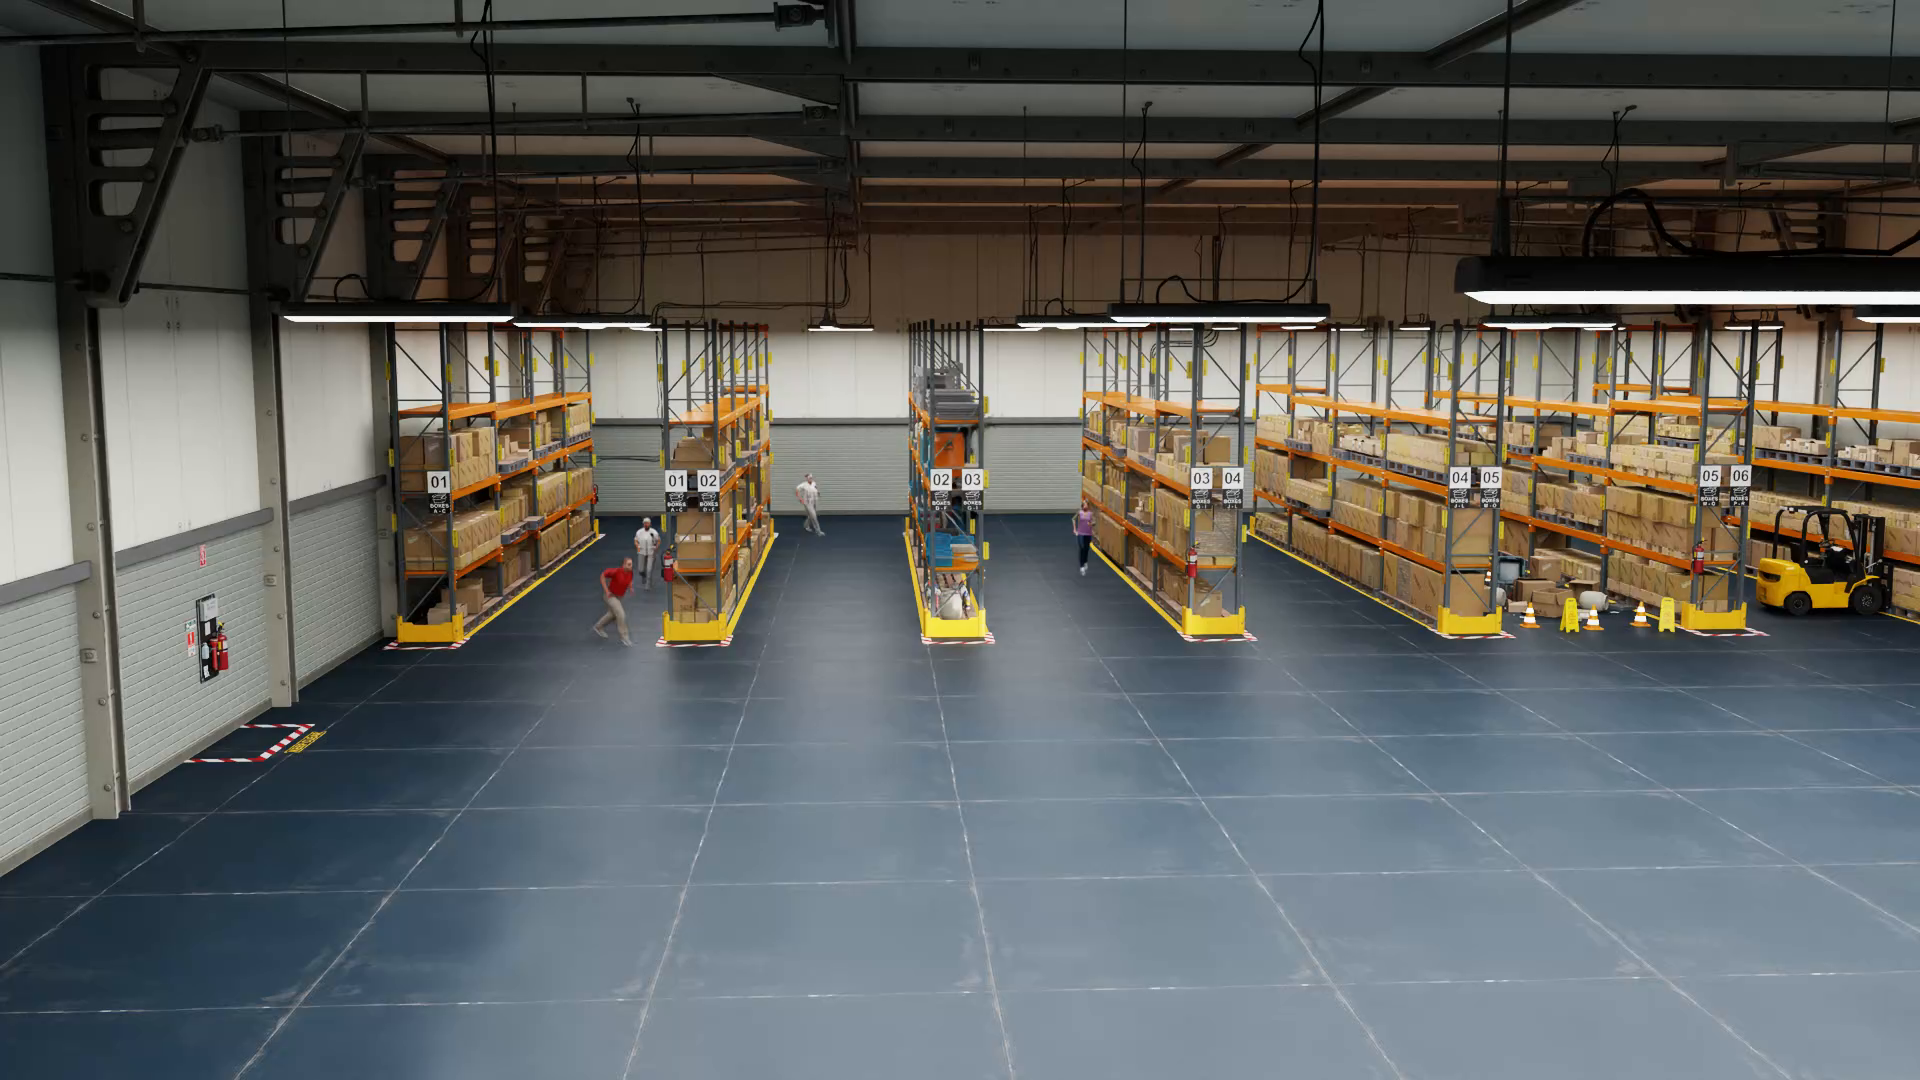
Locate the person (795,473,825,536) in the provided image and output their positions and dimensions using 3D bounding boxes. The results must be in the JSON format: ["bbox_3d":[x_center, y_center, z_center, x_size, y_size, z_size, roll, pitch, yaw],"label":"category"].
[{"bbox_3d":[-4.300,-1.027,47.535,0.977,1.776,0.674,6,9,41],"label":"person"}]

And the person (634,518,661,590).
[{"bbox_3d":[-7.019,0.307,37.390,0.595,1.622,0.561,-1,7,-5],"label":"person"}]

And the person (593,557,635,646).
[{"bbox_3d":[-6.453,1.134,30.847,1.020,1.696,0.705,5,8,32],"label":"person"}]

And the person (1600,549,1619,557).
[{"bbox_3d":[16.358,-0.278,41.668,0.589,1.720,0.883,-2,7,-17],"label":"person"}]

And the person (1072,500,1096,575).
[{"bbox_3d":[2.866,-0.072,38.255,0.508,1.686,0.698,-1,7,-8],"label":"person"}]
